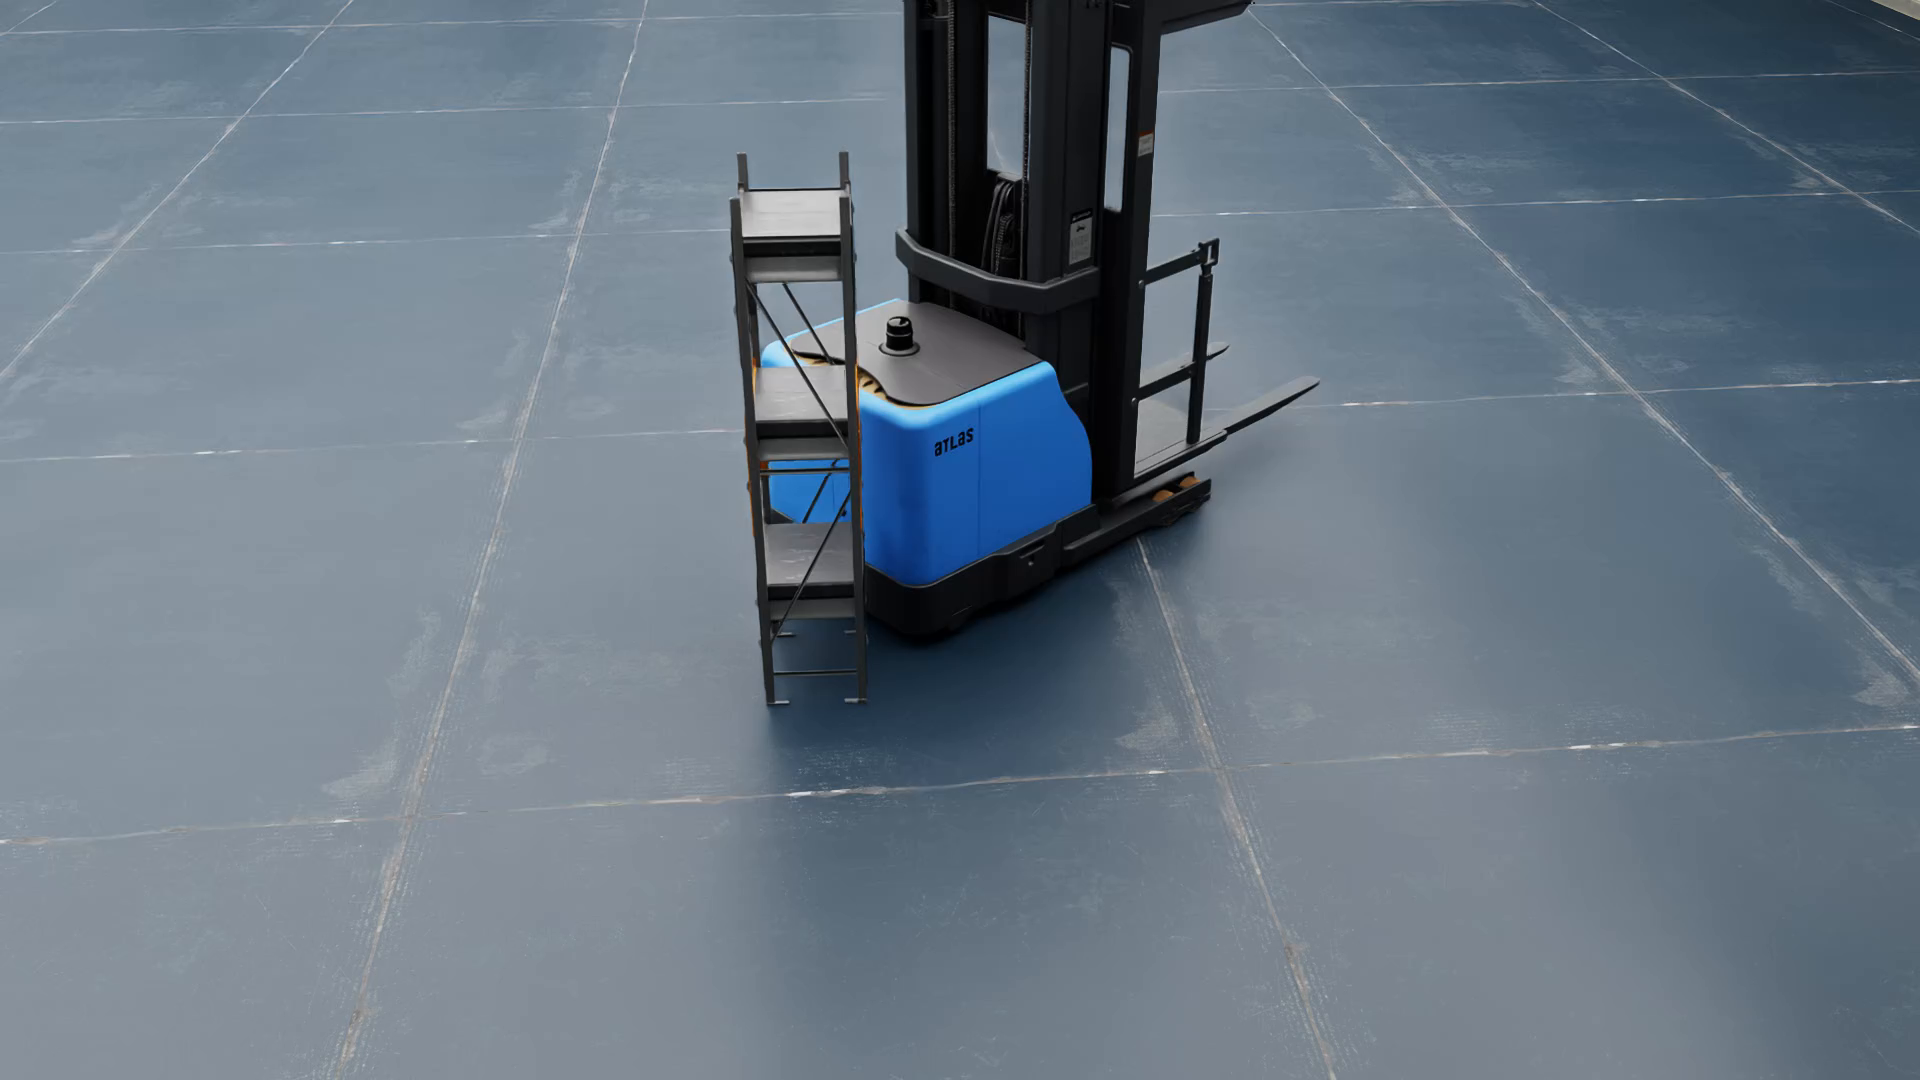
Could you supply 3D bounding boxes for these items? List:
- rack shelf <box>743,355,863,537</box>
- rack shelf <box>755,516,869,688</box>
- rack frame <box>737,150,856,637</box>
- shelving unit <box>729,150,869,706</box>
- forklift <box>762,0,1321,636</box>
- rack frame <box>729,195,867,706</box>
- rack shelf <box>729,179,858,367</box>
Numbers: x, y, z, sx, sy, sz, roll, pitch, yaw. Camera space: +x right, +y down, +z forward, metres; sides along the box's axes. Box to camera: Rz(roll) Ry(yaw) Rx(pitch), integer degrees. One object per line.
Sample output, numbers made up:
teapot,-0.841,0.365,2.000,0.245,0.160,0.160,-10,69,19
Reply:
rack shelf,-0.588,-0.362,6.335,0.431,0.518,0.480,-2,31,-3
rack shelf,-0.588,0.239,6.694,0.431,0.518,0.480,-2,31,-3
rack frame,-0.603,-0.499,6.537,0.400,2.100,0.015,-2,31,-3
shelving unit,-0.588,-0.374,6.328,0.431,2.100,0.503,-2,31,-3
forklift,0.563,-1.501,7.405,3.031,2.935,1.130,-26,39,-36
rack frame,-0.573,-0.249,6.119,0.400,2.100,0.015,-2,31,-3
rack shelf,-0.588,-0.963,5.976,0.431,0.518,0.480,-2,31,-3
